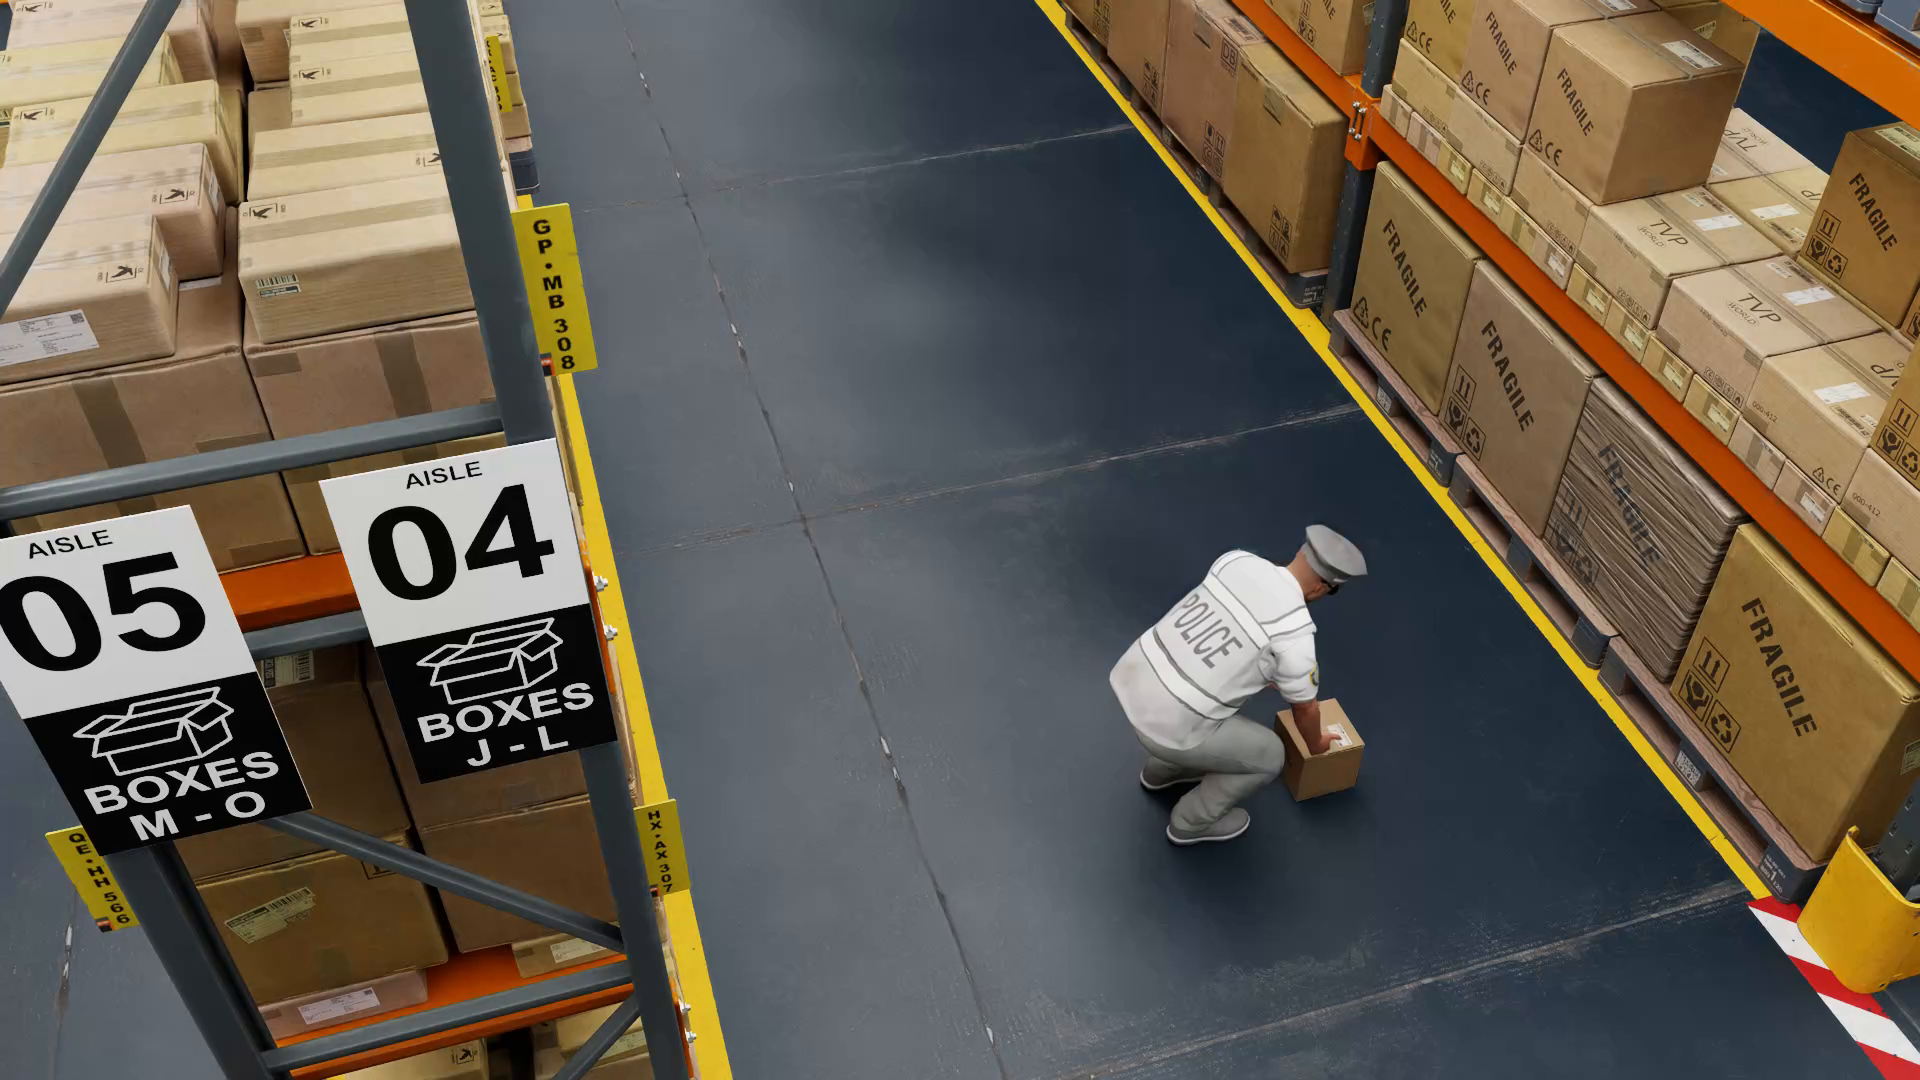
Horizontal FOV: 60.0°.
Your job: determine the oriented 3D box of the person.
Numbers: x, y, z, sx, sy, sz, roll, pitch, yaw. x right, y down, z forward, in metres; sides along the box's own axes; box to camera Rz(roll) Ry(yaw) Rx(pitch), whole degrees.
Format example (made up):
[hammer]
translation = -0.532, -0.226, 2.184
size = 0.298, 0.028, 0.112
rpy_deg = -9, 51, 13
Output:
[person]
translation = 0.975, 0.512, 5.999
size = 0.900, 1.205, 0.576
rpy_deg = -12, 43, -13
